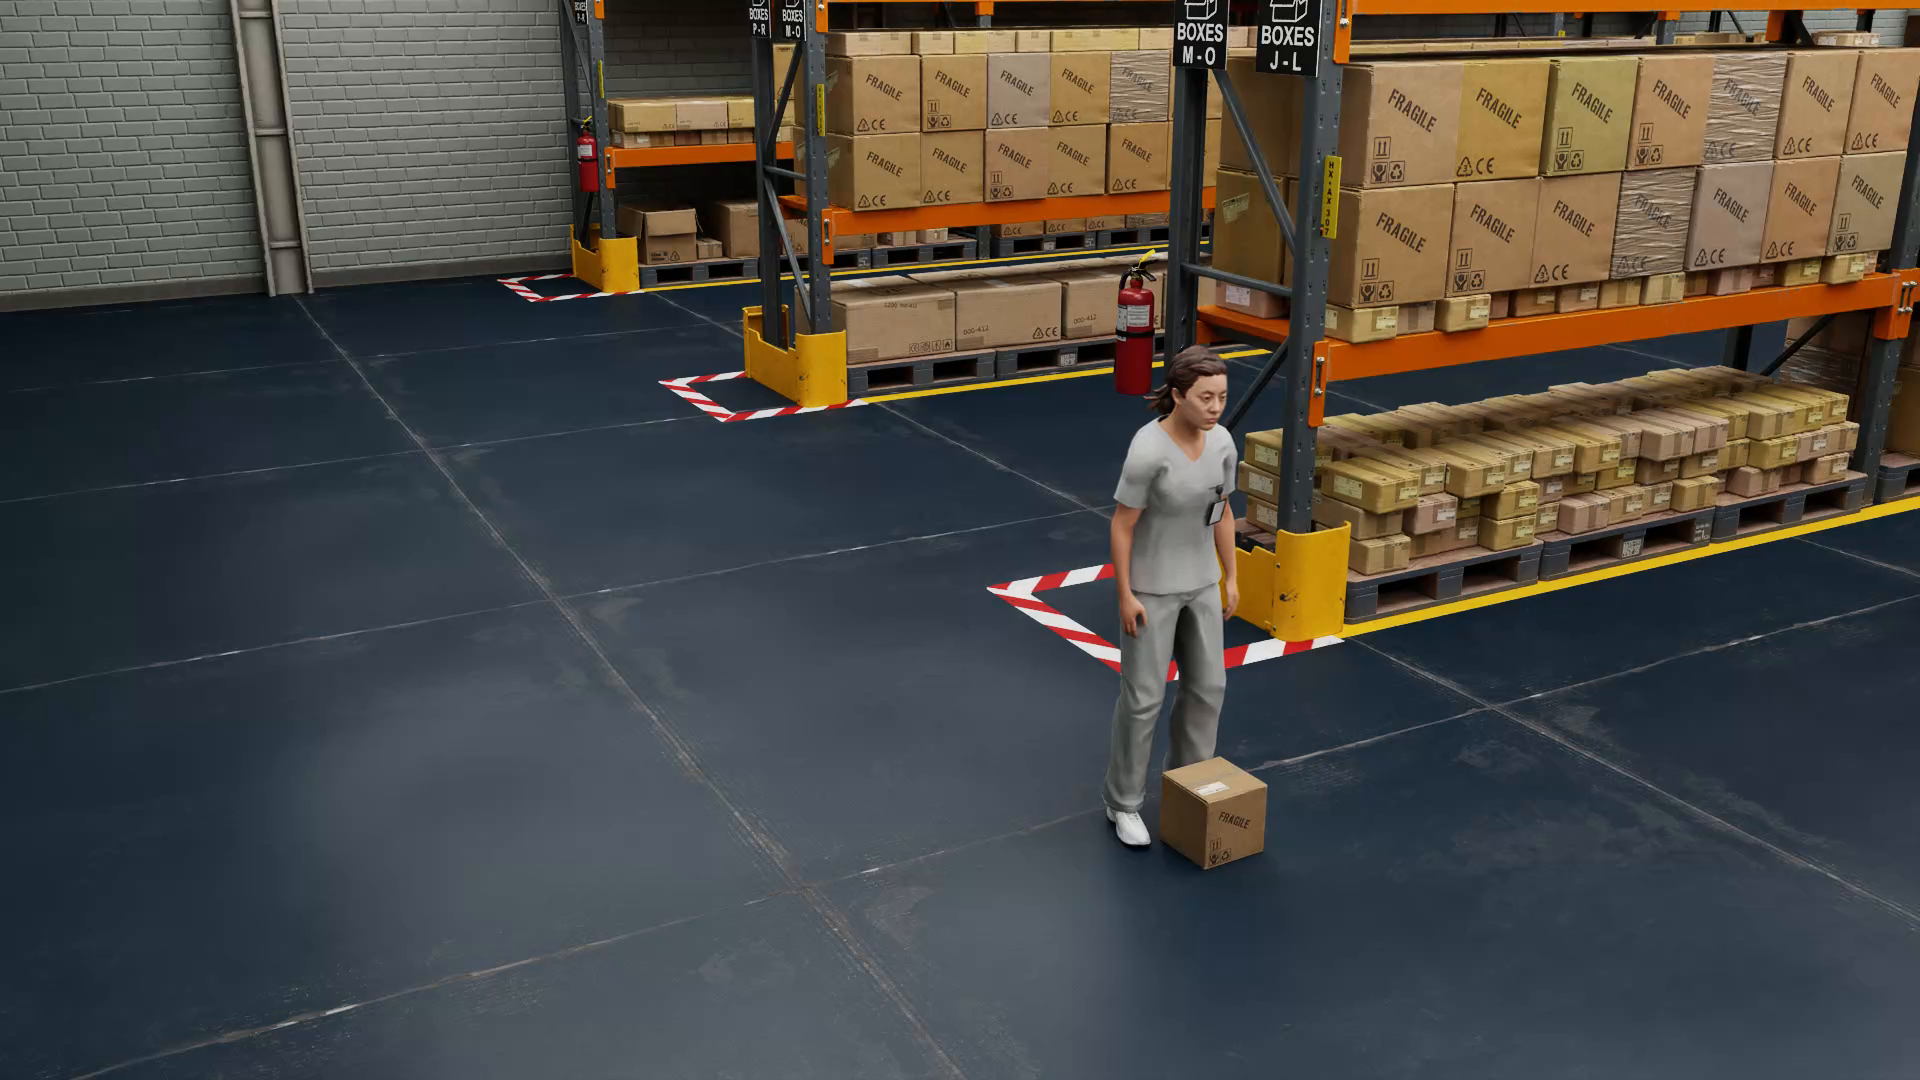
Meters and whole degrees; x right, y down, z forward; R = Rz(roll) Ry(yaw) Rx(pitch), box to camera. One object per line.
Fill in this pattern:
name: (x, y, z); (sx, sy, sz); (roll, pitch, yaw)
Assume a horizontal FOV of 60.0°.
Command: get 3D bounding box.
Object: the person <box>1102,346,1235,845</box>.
person: (0.725, 0.179, 5.530); (0.485, 1.672, 0.412); (-10, 21, -27)
